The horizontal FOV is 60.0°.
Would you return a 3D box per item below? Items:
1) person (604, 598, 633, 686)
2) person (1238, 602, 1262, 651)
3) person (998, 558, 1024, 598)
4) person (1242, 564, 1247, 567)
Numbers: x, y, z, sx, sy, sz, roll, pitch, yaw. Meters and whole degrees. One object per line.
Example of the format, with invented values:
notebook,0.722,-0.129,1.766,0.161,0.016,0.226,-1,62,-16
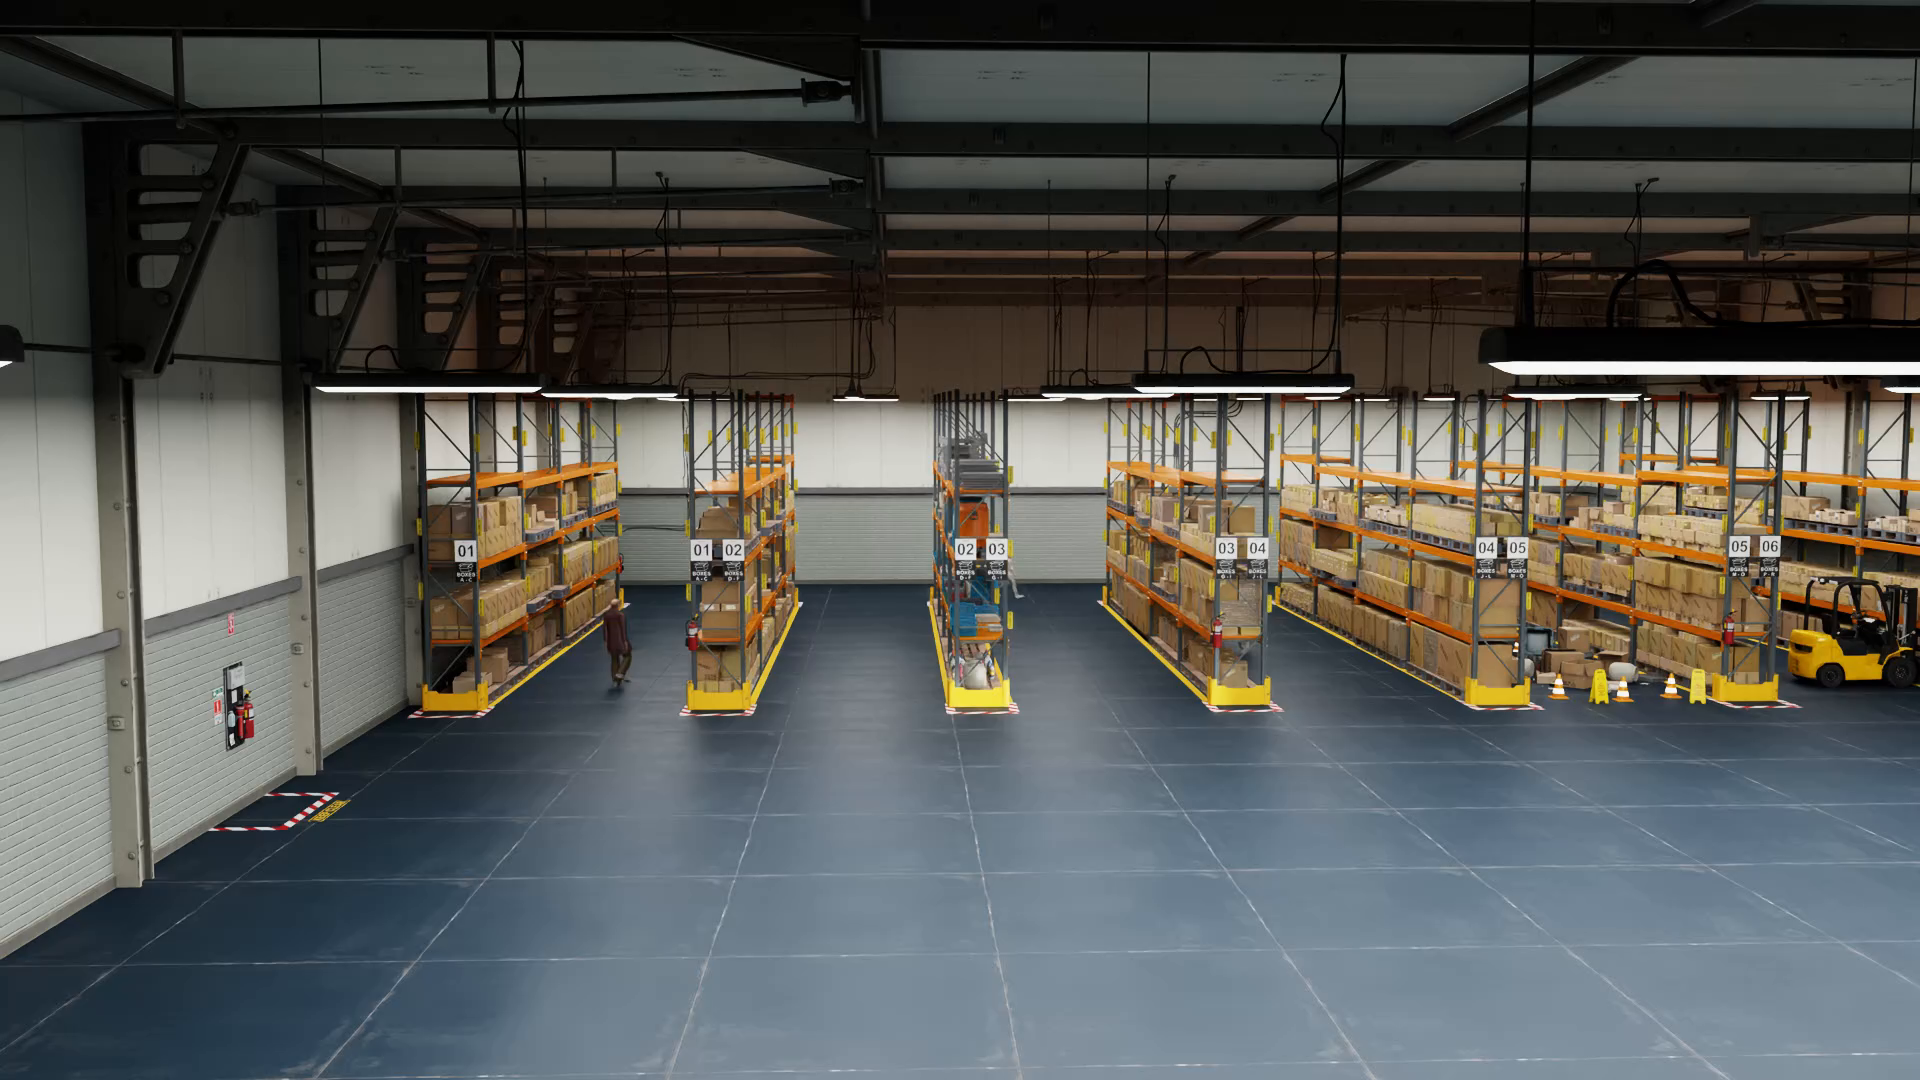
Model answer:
person,-6.968,2.079,33.777,0.626,1.770,0.571,1,5,7
person,6.527,1.755,38.016,0.727,1.620,0.628,1,5,6
person,1.422,1.076,49.140,1.004,1.273,0.405,2,5,20
person,8.639,0.781,50.967,0.465,1.541,0.968,1,5,14
